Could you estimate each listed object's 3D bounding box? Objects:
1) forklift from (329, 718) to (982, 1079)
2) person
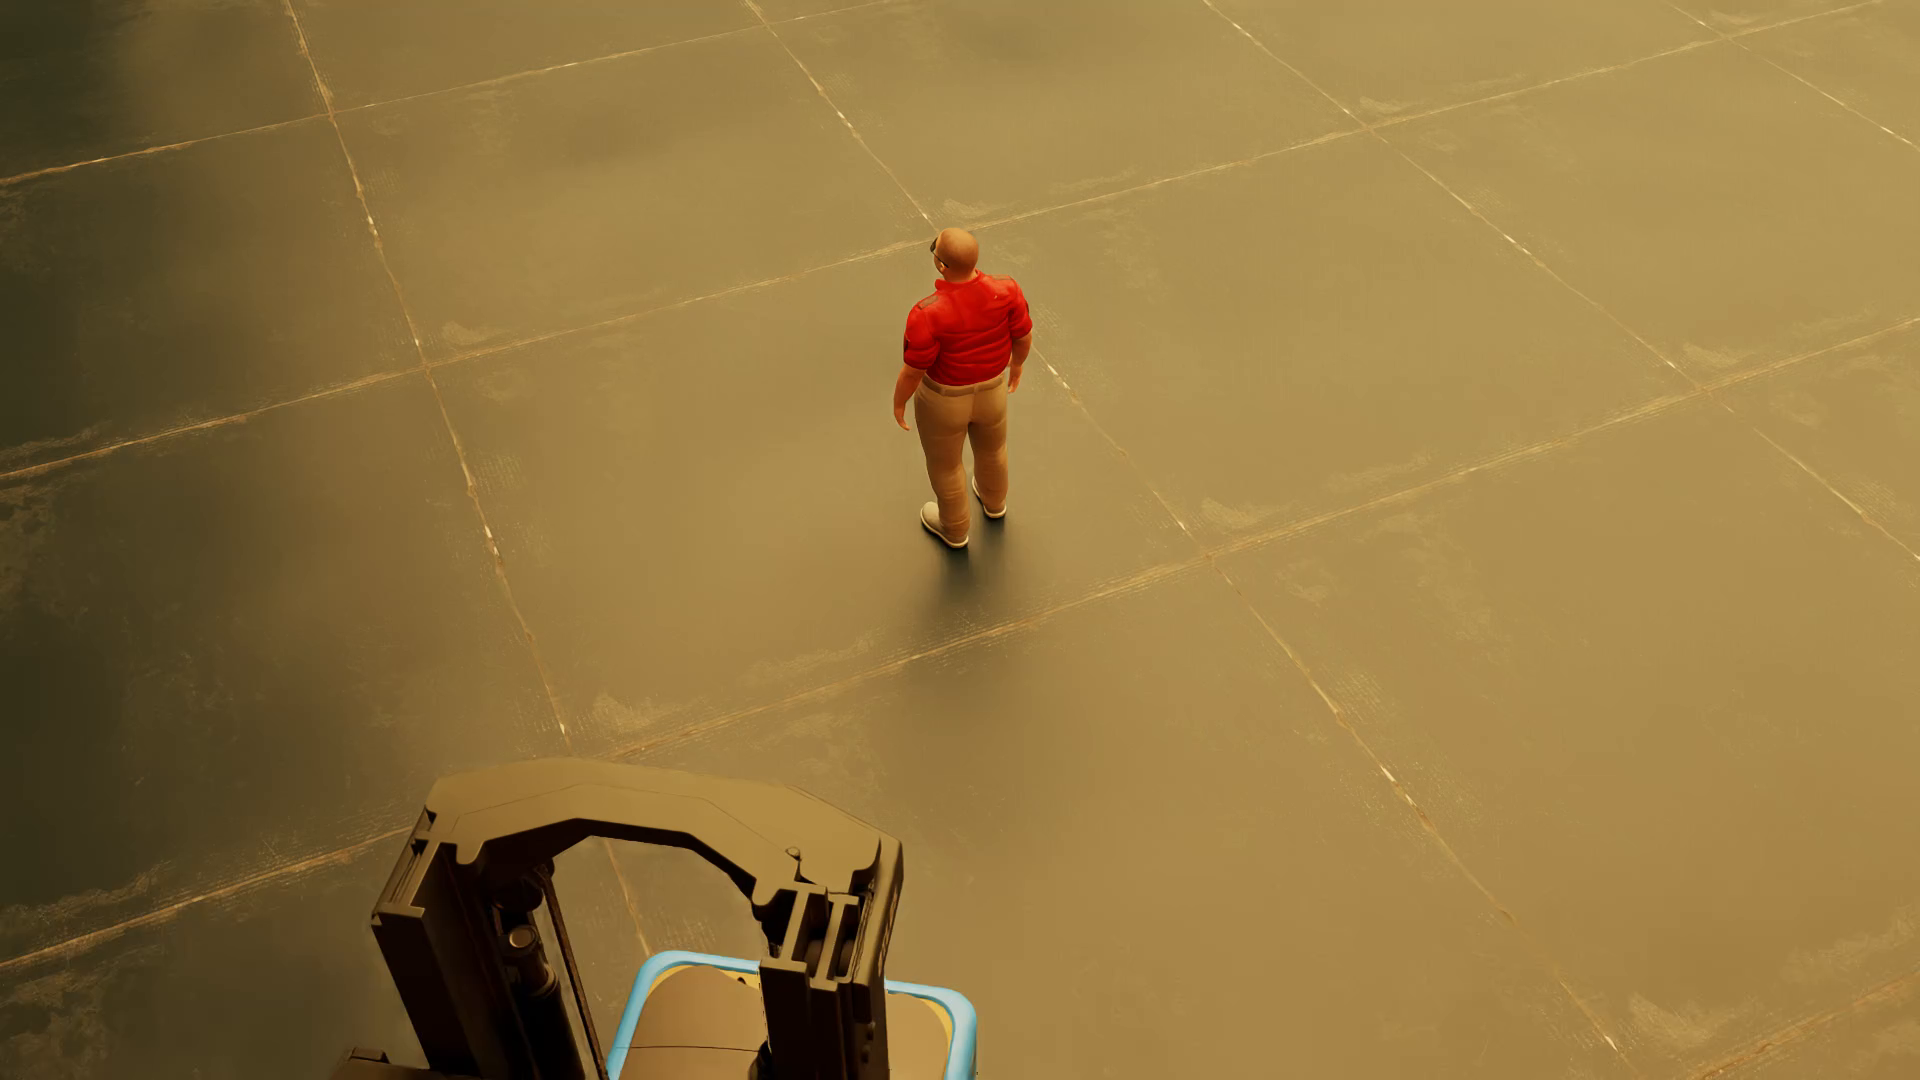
[{"bbox_3d":[-0.665,1.906,3.637,1.130,2.935,3.031,6,43,7],"label":"forklift"},{"bbox_3d":[-0.026,-0.696,7.297,0.640,1.728,0.551,-18,46,-18],"label":"person"}]
